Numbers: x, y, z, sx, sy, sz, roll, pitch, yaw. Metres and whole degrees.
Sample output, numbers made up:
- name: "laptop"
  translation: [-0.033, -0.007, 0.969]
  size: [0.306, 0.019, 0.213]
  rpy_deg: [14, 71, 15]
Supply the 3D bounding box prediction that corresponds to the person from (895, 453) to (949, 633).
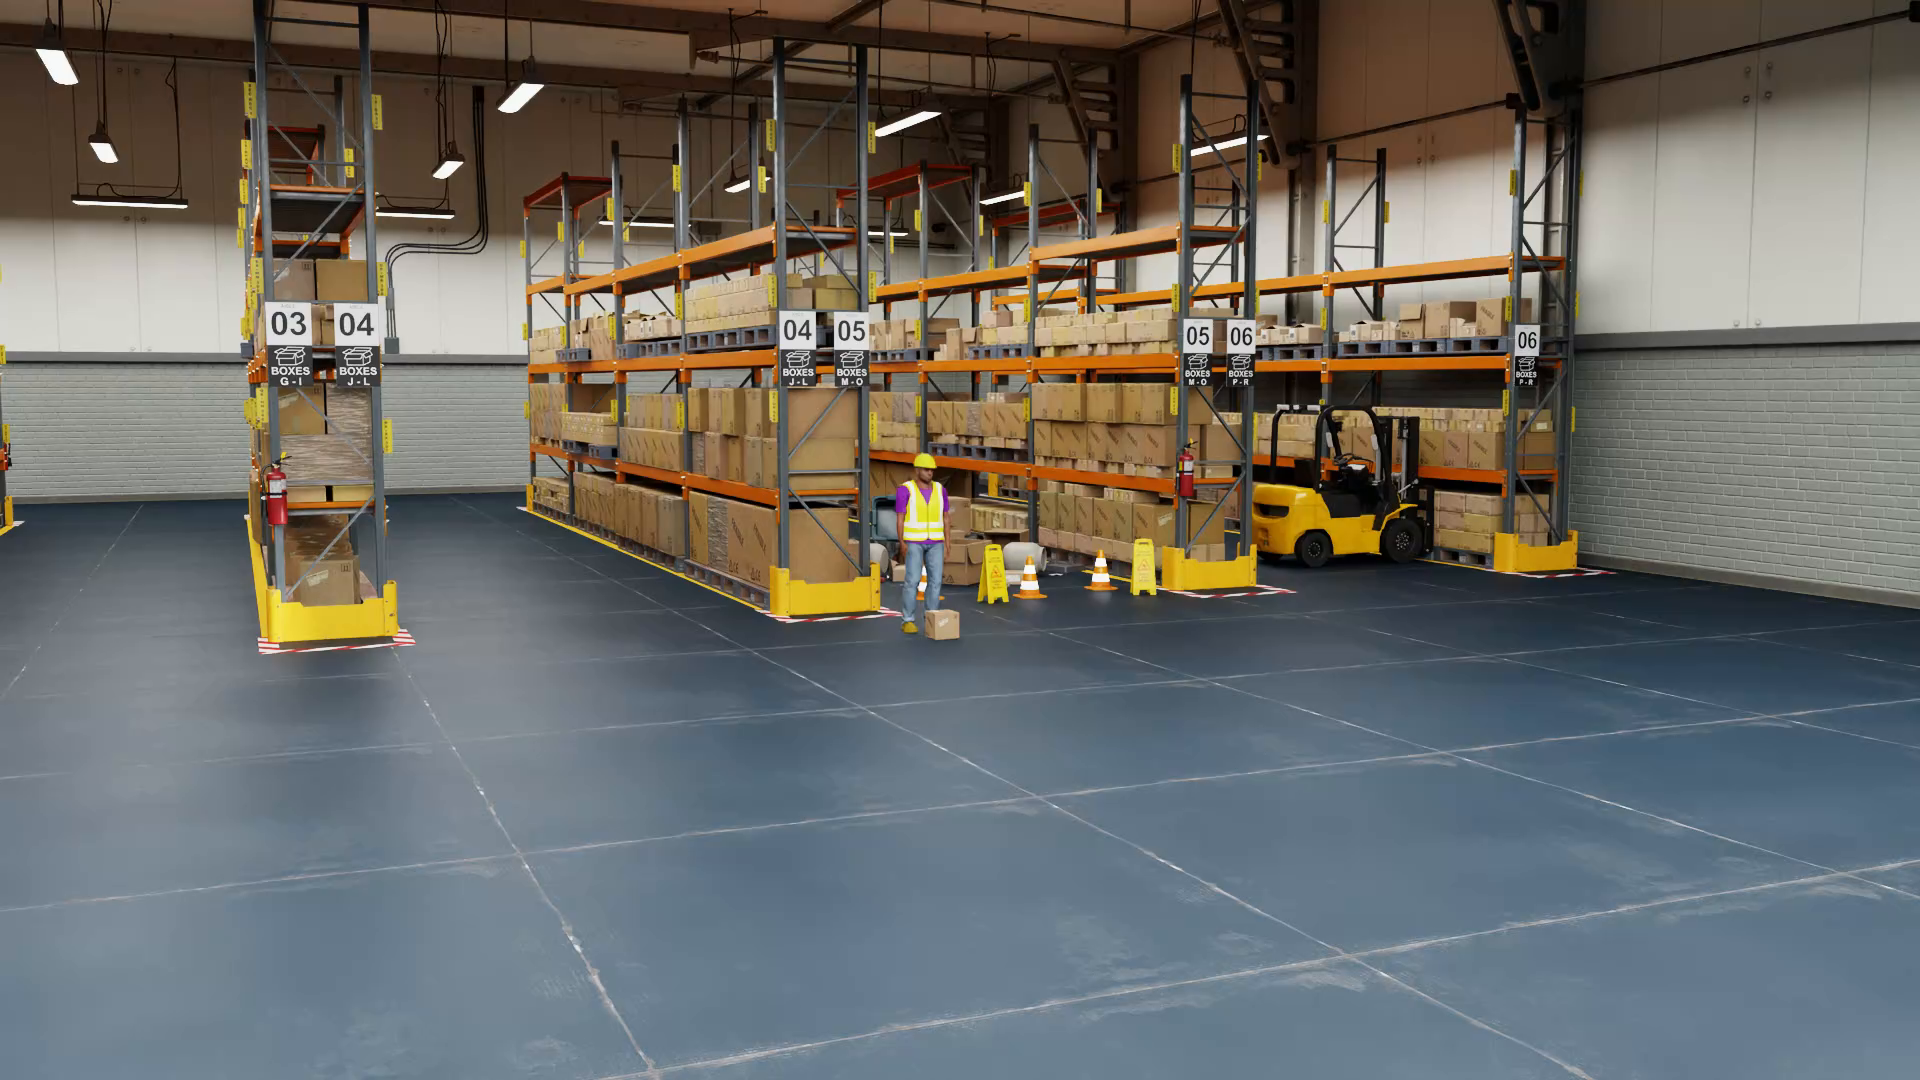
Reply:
- name: "person"
  translation: [-0.353, 0.021, 16.428]
  size: [0.563, 1.765, 0.358]
  rpy_deg: [-2, 6, -23]
